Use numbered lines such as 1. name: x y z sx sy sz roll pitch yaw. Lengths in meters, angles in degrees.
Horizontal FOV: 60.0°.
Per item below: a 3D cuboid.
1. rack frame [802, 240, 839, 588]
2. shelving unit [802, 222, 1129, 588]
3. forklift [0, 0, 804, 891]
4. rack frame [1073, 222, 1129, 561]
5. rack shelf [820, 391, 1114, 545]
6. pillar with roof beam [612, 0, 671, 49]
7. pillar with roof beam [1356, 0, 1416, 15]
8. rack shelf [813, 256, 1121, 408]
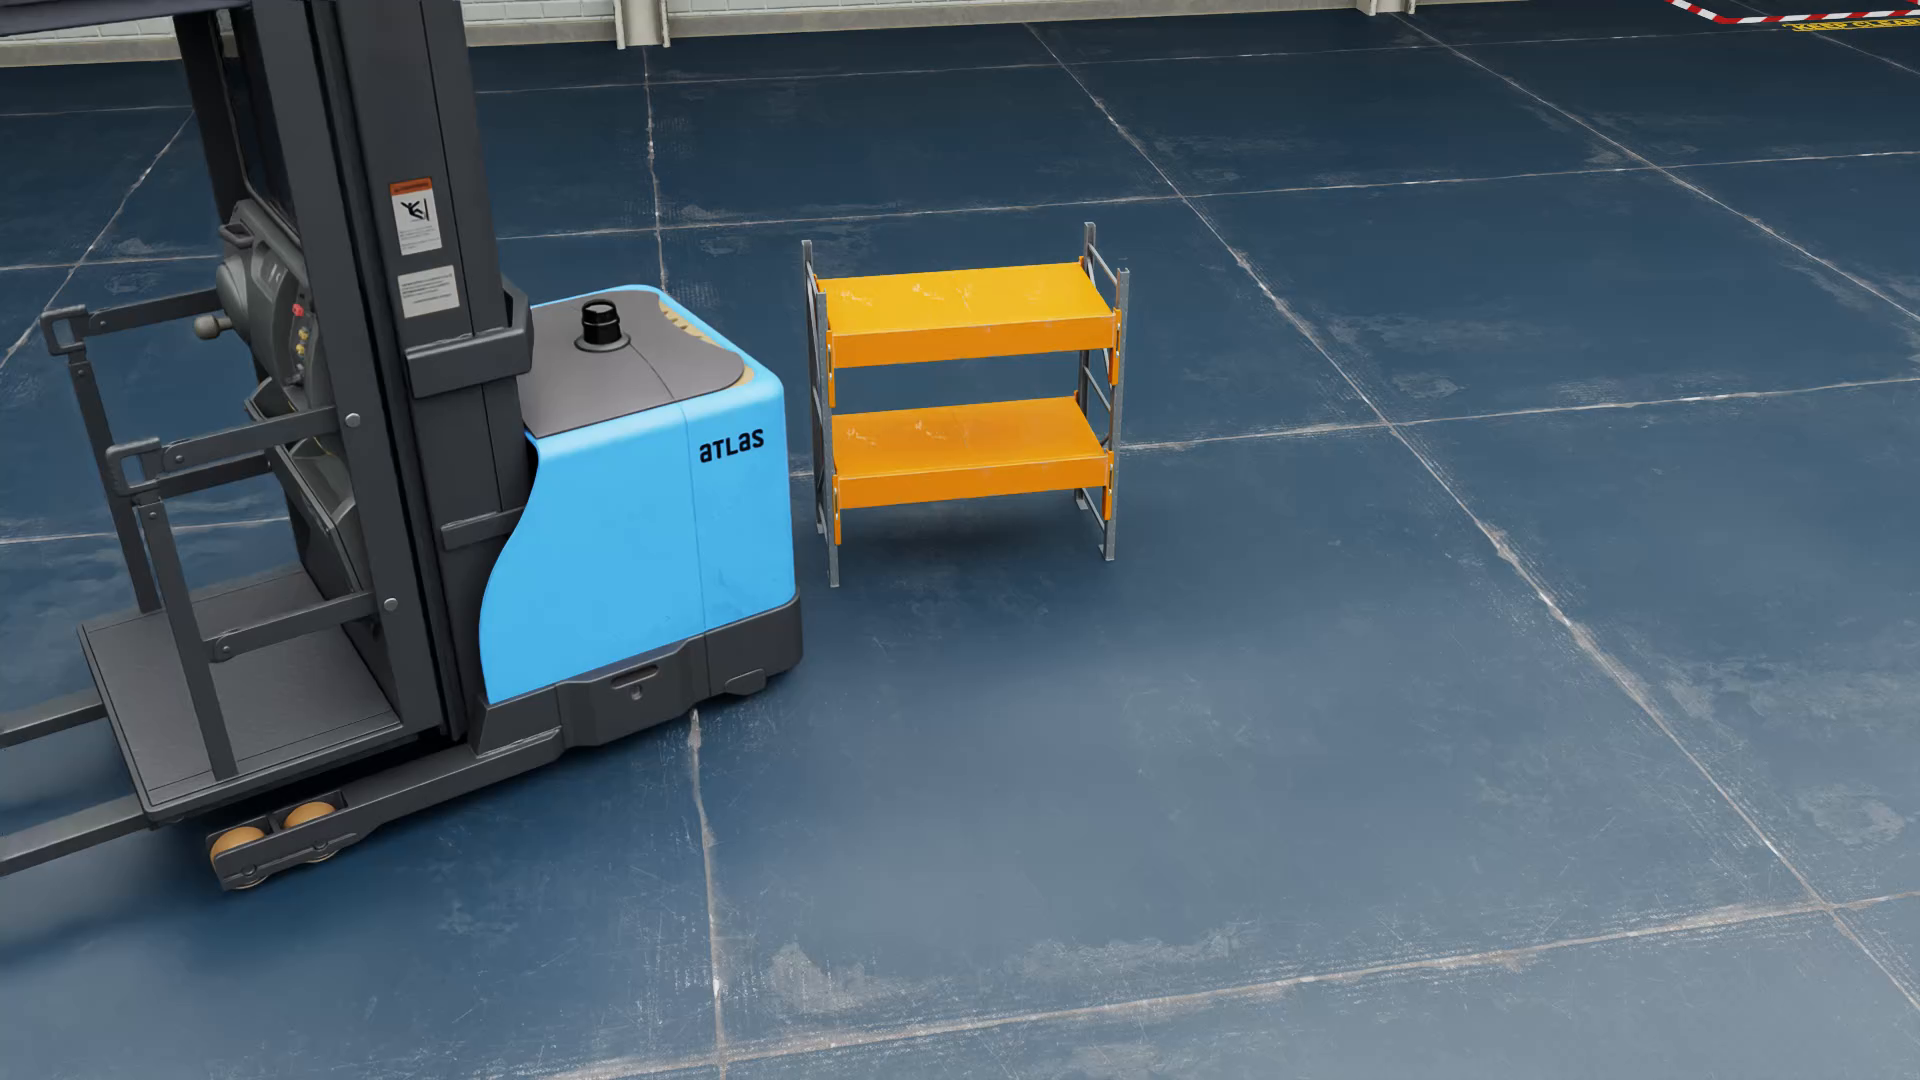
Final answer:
1. rack frame: -0.493 -0.439 5.887 0.032 1.125 0.500 -5 31 -9
2. shelving unit: 0.007 -0.486 5.966 1.048 1.125 0.538 -5 31 -9
3. forklift: -2.024 -0.605 4.387 3.031 2.935 1.130 -19 35 -29
4. rack frame: 0.507 -0.532 6.045 0.032 1.125 0.500 -5 31 -9
5. rack shelf: 0.007 -0.275 6.090 1.000 0.278 0.538 -5 31 -9
6. pillar with roof beam: -1.642 -5.533 6.782 0.400 9.000 9.100 -5 31 -9
7. pillar with roof beam: 4.259 -6.081 7.714 0.400 9.000 9.100 -5 31 -9
8. rack shelf: 0.007 -0.738 5.818 1.000 0.278 0.538 -5 31 -9
